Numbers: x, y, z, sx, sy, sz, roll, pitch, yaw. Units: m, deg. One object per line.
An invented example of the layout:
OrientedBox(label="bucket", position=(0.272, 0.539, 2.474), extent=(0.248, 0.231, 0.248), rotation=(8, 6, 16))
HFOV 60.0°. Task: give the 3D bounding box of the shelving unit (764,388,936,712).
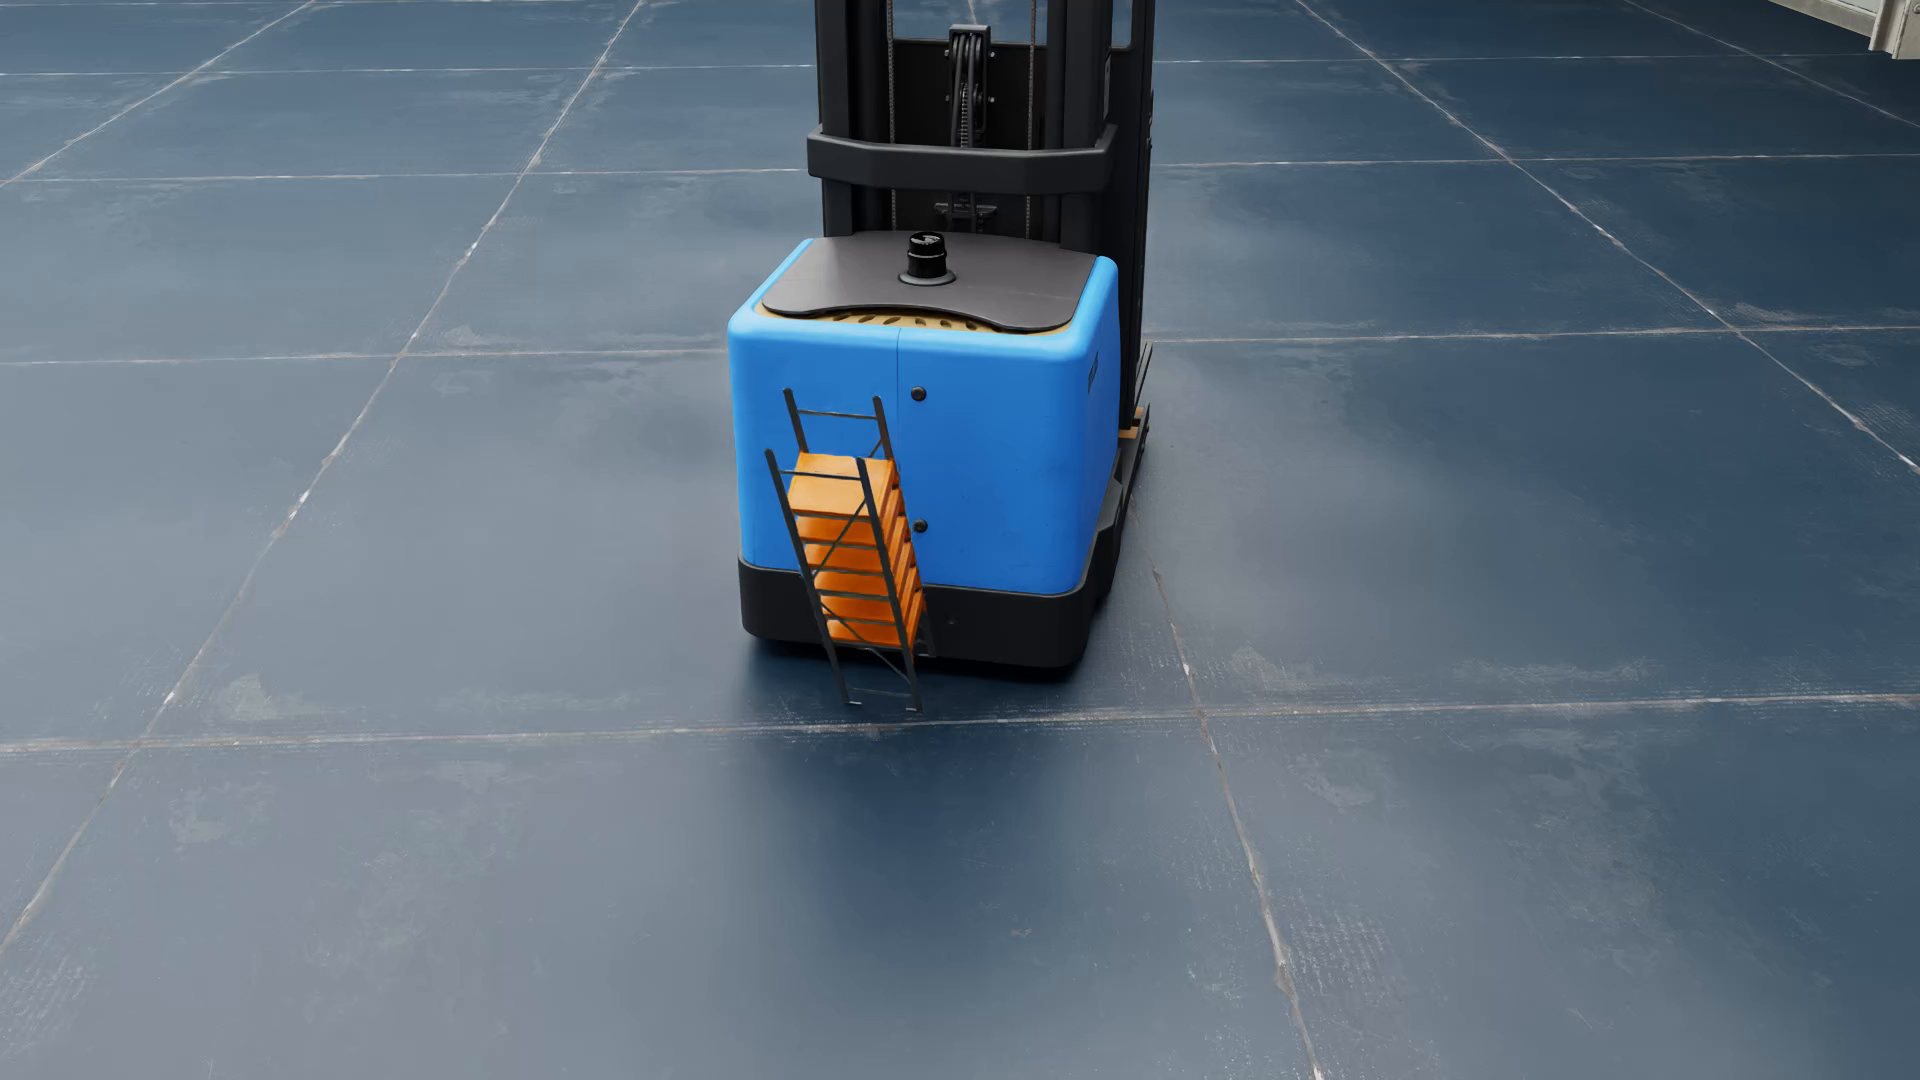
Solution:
OrientedBox(label="shelving unit", position=(-0.263, 0.067, 4.375), extent=(0.258, 1.200, 0.189), rotation=(6, 56, 11))

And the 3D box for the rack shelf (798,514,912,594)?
OrientedBox(label="rack shelf", position=(-0.270, 0.024, 4.313), extent=(0.258, 0.103, 0.180), rotation=(6, 56, 11))

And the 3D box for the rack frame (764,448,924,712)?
OrientedBox(label="rack frame", position=(-0.279, 0.142, 4.325), extent=(0.240, 1.200, 0.006), rotation=(6, 56, 11))

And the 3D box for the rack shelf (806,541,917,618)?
OrientedBox(label="rack shelf", position=(-0.258, 0.093, 4.411), extent=(0.258, 0.103, 0.180), rotation=(6, 56, 11))

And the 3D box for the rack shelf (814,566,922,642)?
OrientedBox(label="rack shelf", position=(-0.247, 0.161, 4.510), extent=(0.258, 0.103, 0.180), rotation=(6, 56, 11))

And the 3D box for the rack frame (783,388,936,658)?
OrientedBox(label="rack frame", position=(-0.246, -0.007, 4.425), extent=(0.240, 1.200, 0.006), rotation=(6, 56, 11))

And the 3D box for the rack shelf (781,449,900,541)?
OrientedBox(label="rack shelf", position=(-0.293, -0.112, 4.117), extent=(0.258, 0.103, 0.180), rotation=(6, 56, 11))

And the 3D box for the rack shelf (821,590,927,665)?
OrientedBox(label="rack shelf", position=(-0.235, 0.229, 4.608), extent=(0.258, 0.103, 0.180), rotation=(6, 56, 11))

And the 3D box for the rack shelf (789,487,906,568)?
OrientedBox(label="rack shelf", position=(-0.282, -0.044, 4.215), extent=(0.258, 0.103, 0.180), rotation=(6, 56, 11))

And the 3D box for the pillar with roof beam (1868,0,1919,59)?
OrientedBox(label="pillar with roof beam", position=(3.102, -7.712, 10.805), extent=(9.100, 9.000, 0.400), rotation=(-1, 28, -3))

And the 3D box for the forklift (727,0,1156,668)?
OrientedBox(label="forklift", position=(0.123, -1.586, 5.620), extent=(1.130, 2.935, 3.031), rotation=(5, 28, 10))
